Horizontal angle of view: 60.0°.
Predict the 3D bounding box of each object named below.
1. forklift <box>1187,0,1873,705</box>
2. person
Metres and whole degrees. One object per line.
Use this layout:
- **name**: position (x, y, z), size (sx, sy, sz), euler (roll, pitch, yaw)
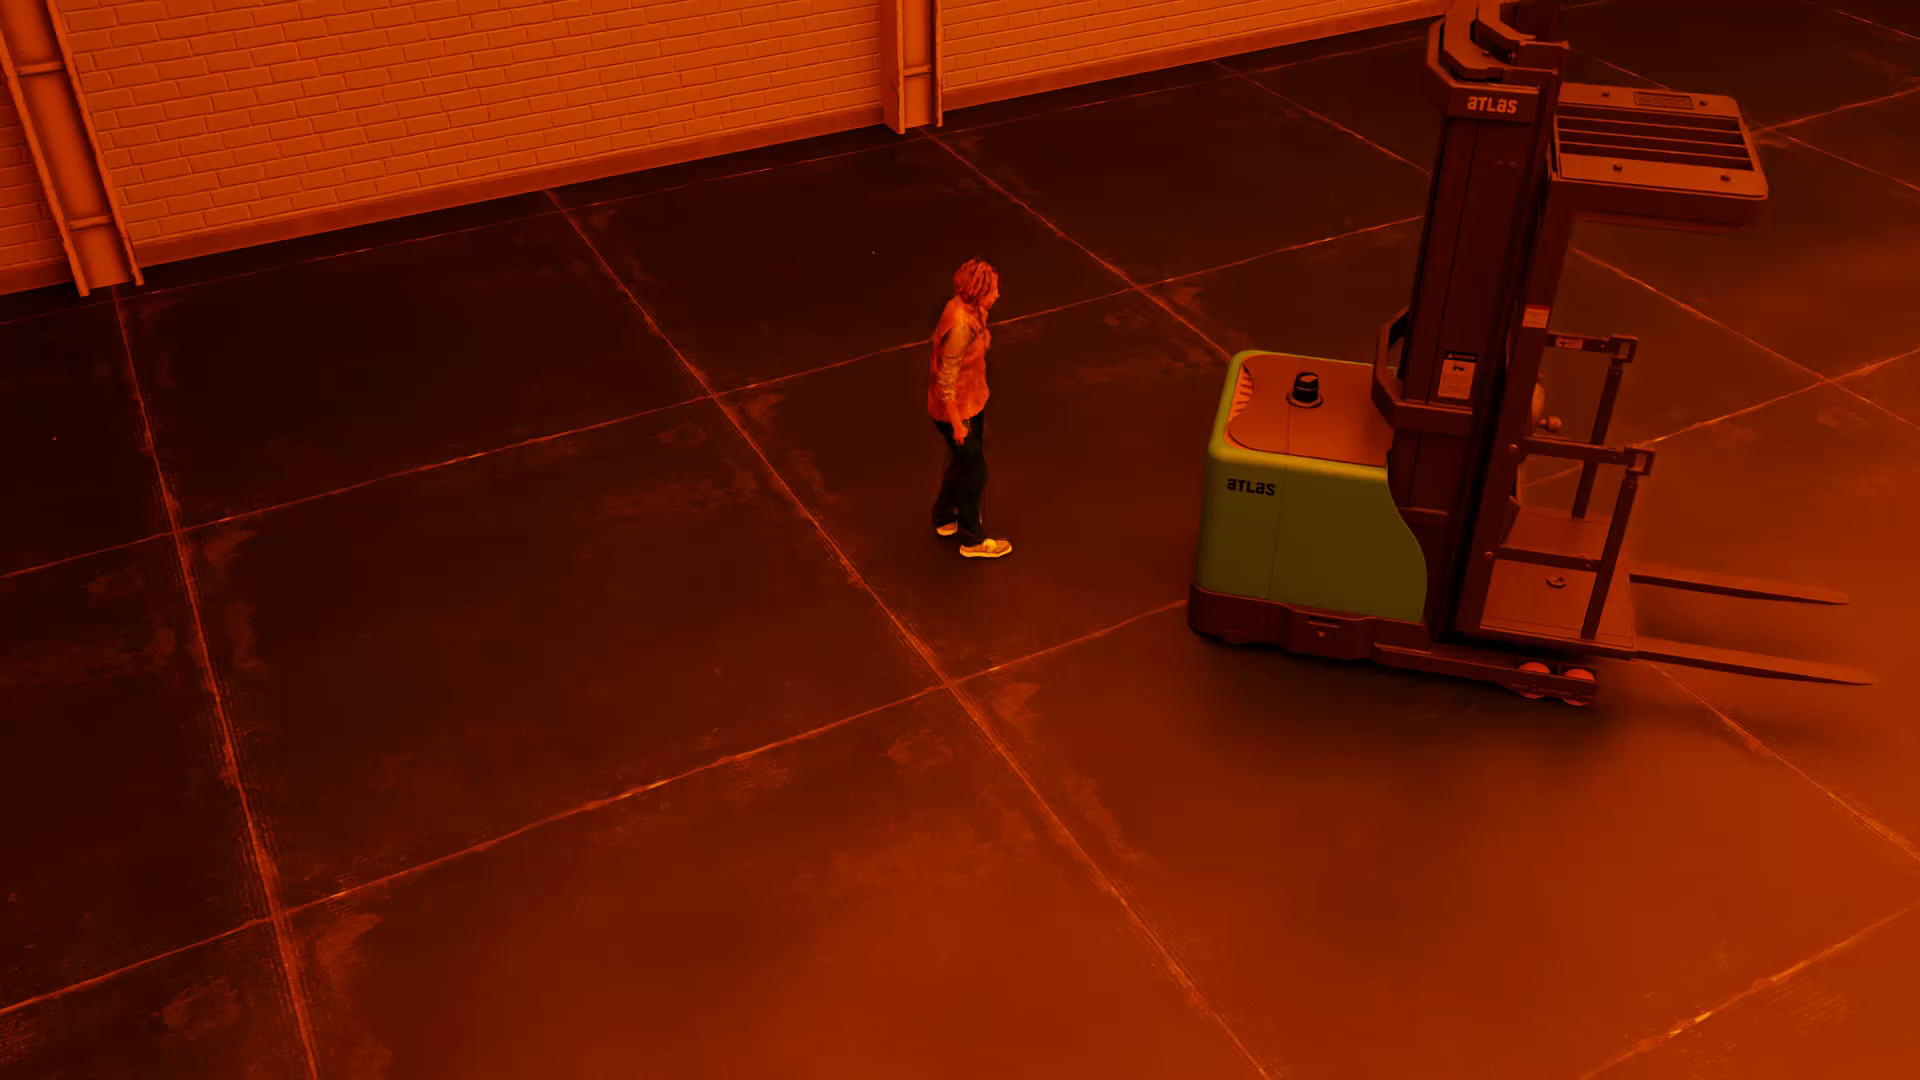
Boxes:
- **forklift**: position (2.668, -0.782, 7.230), size (3.031, 2.935, 1.130), euler (8, 36, 12)
- **person**: position (0.068, -0.644, 8.197), size (0.438, 1.591, 0.450), euler (9, 36, 12)
